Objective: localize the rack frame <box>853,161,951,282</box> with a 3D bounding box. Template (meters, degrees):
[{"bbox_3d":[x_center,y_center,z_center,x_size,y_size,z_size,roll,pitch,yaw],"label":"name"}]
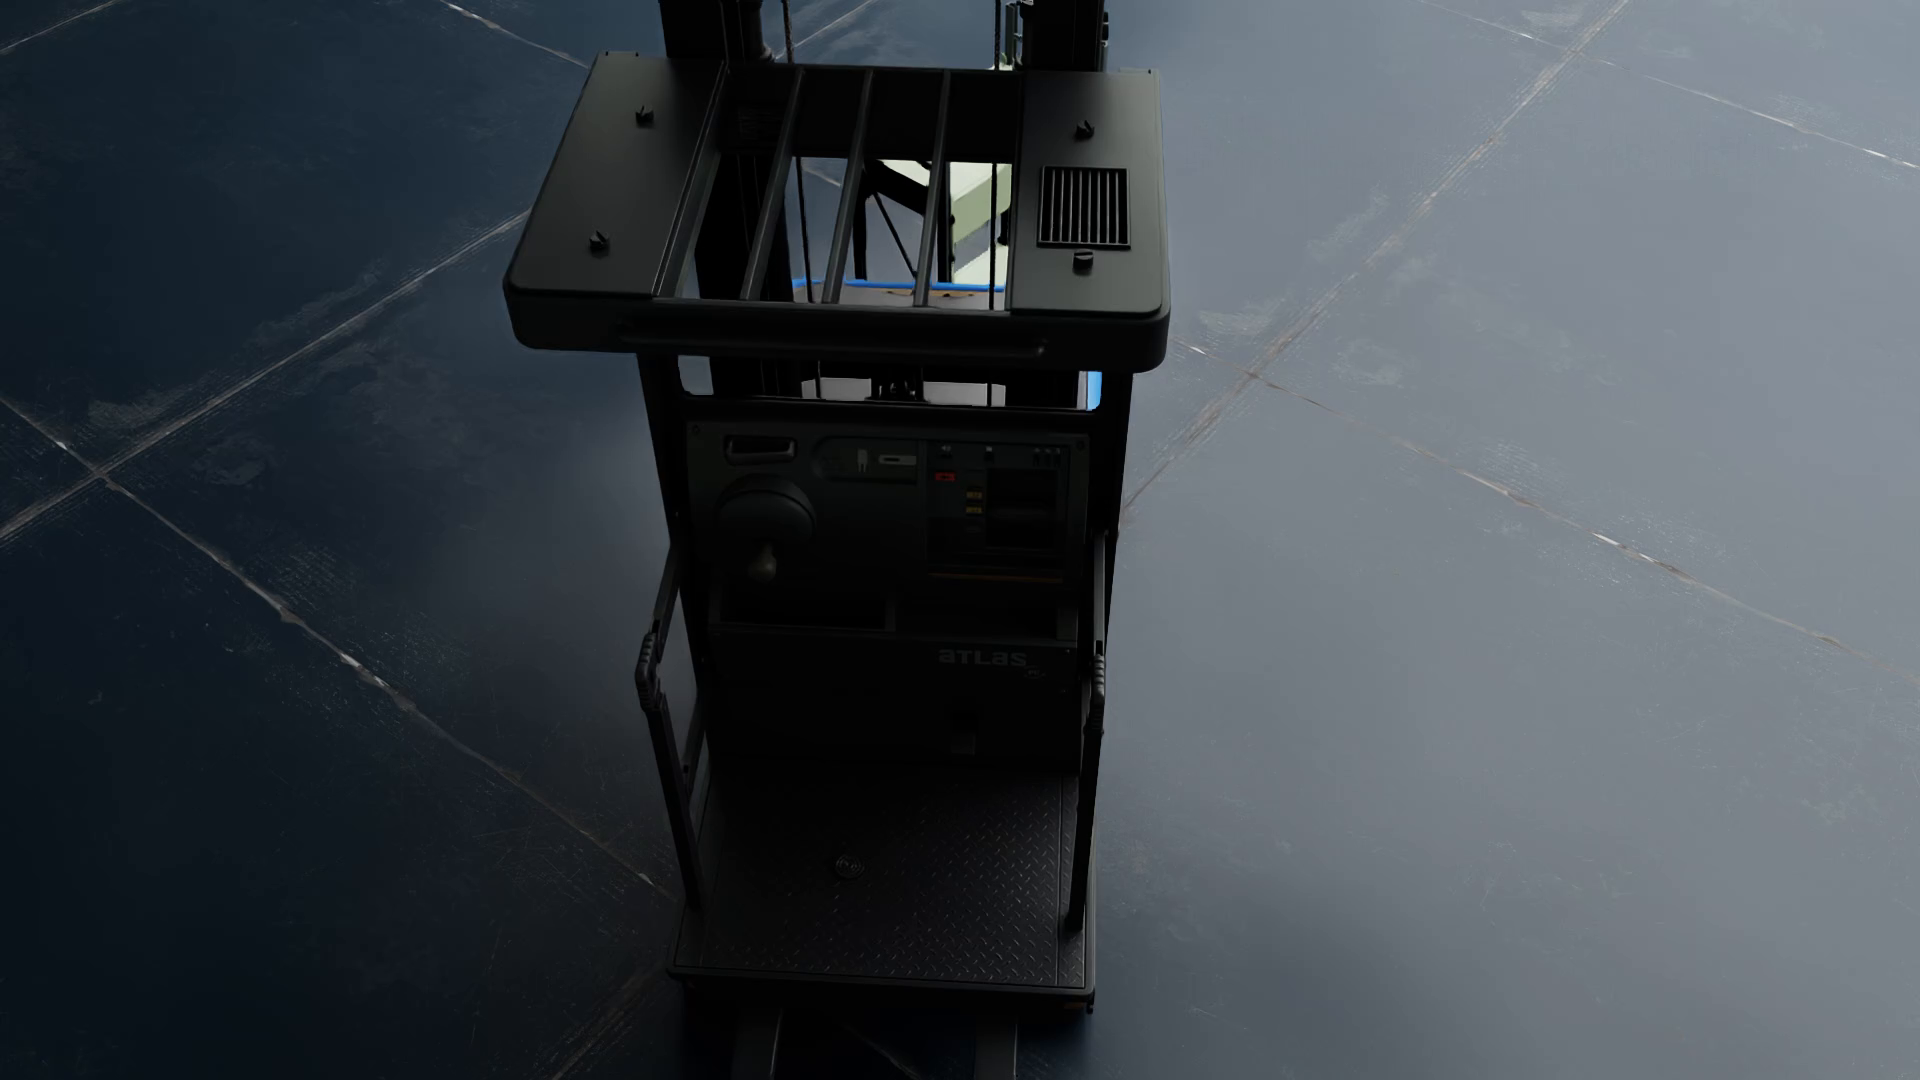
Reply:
[{"bbox_3d":[-0.184,-0.707,5.389,0.400,1.500,0.023,33,54,27],"label":"rack frame"}]

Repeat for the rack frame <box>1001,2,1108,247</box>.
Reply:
[{"bbox_3d":[0.303,-1.103,5.766,0.400,1.500,0.023,33,54,27],"label":"rack frame"}]

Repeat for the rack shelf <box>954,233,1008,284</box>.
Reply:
[{"bbox_3d":[0.059,-0.680,5.813,0.431,0.370,0.720,33,54,27],"label":"rack shelf"}]

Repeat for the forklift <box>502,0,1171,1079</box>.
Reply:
[{"bbox_3d":[-0.179,0.009,3.714,1.130,2.935,3.031,3,46,2],"label":"forklift"}]

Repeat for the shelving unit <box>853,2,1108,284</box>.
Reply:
[{"bbox_3d":[0.059,-0.905,5.577,0.431,1.500,0.755,33,54,27],"label":"shelving unit"}]

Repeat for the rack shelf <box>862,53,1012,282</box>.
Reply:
[{"bbox_3d":[0.059,-1.175,5.295,0.431,0.370,0.720,33,54,27],"label":"rack shelf"}]
